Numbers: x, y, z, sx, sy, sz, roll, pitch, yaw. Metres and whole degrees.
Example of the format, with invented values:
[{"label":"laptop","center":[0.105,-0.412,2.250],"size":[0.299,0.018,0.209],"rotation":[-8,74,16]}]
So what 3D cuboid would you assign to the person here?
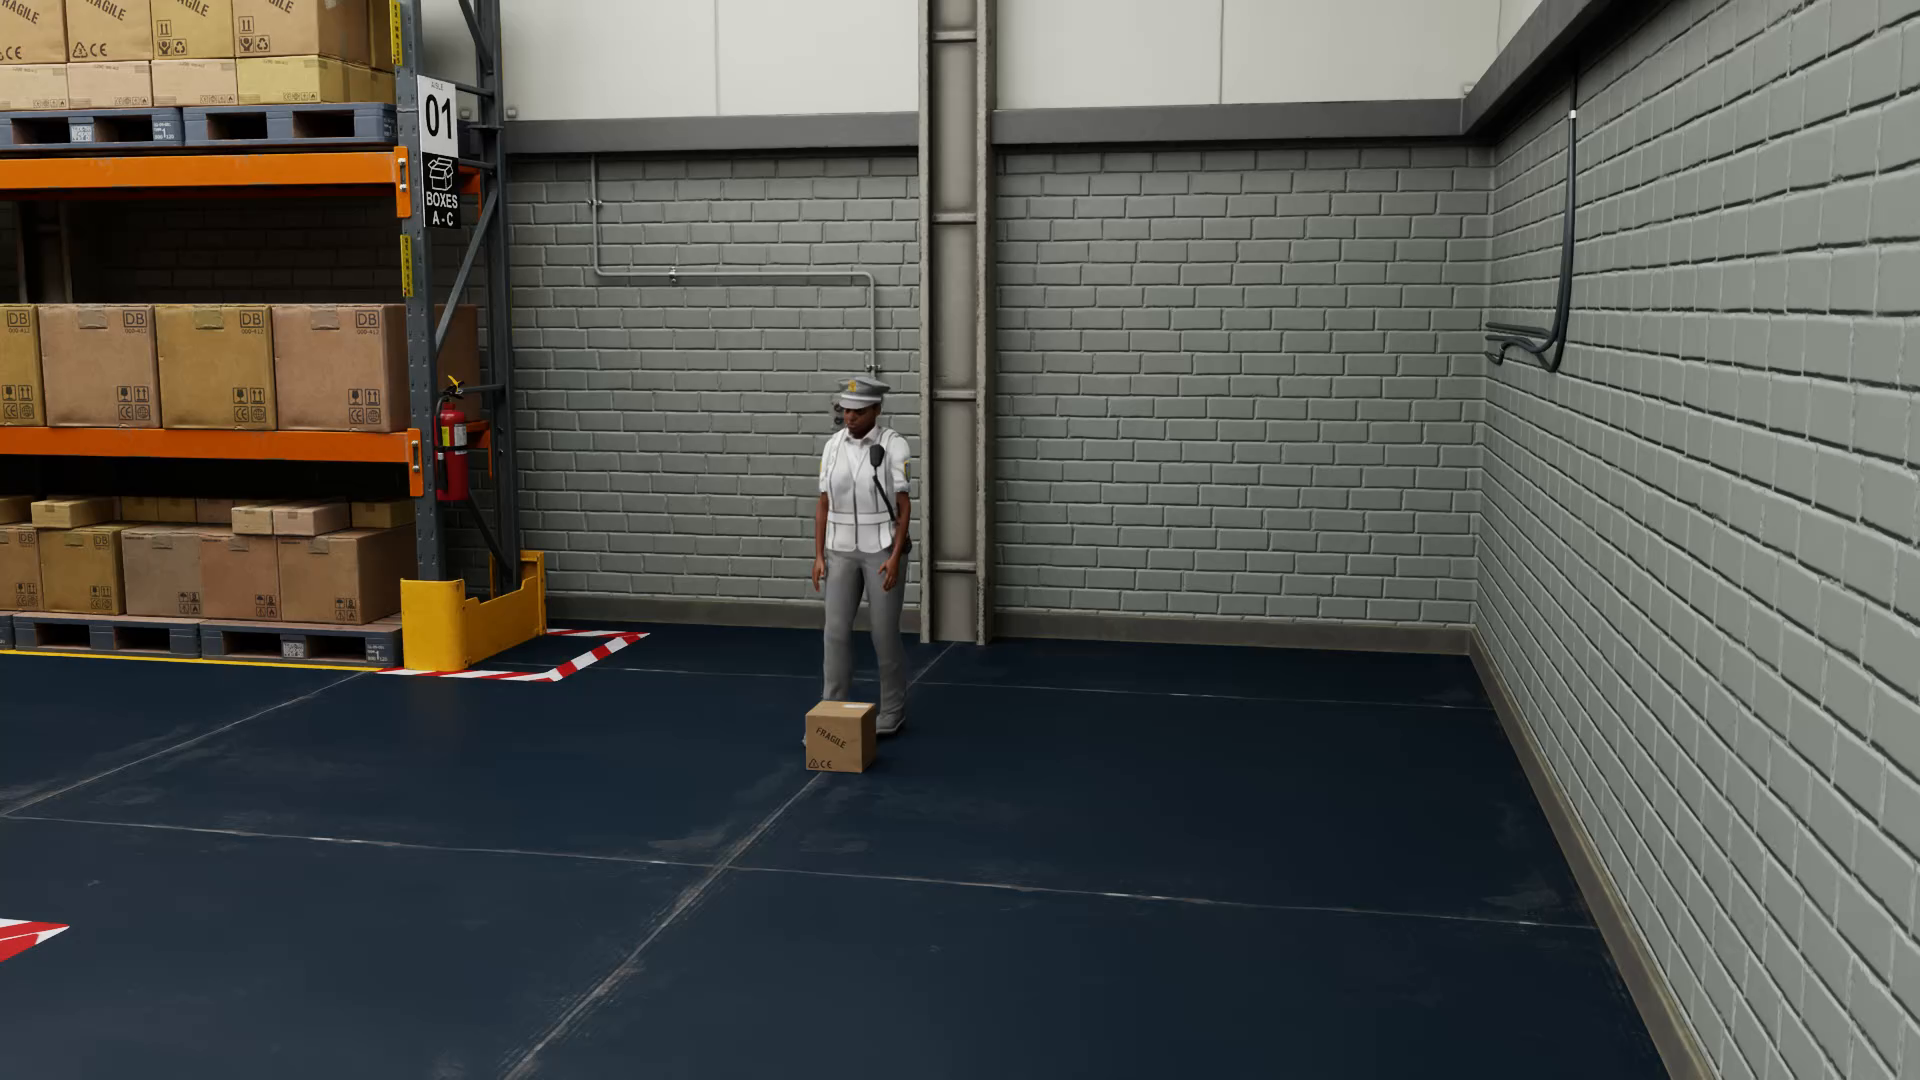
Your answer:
[{"label":"person","center":[-0.455,0.091,7.619],"size":[0.463,1.668,0.505],"rotation":[2,8,17]}]
